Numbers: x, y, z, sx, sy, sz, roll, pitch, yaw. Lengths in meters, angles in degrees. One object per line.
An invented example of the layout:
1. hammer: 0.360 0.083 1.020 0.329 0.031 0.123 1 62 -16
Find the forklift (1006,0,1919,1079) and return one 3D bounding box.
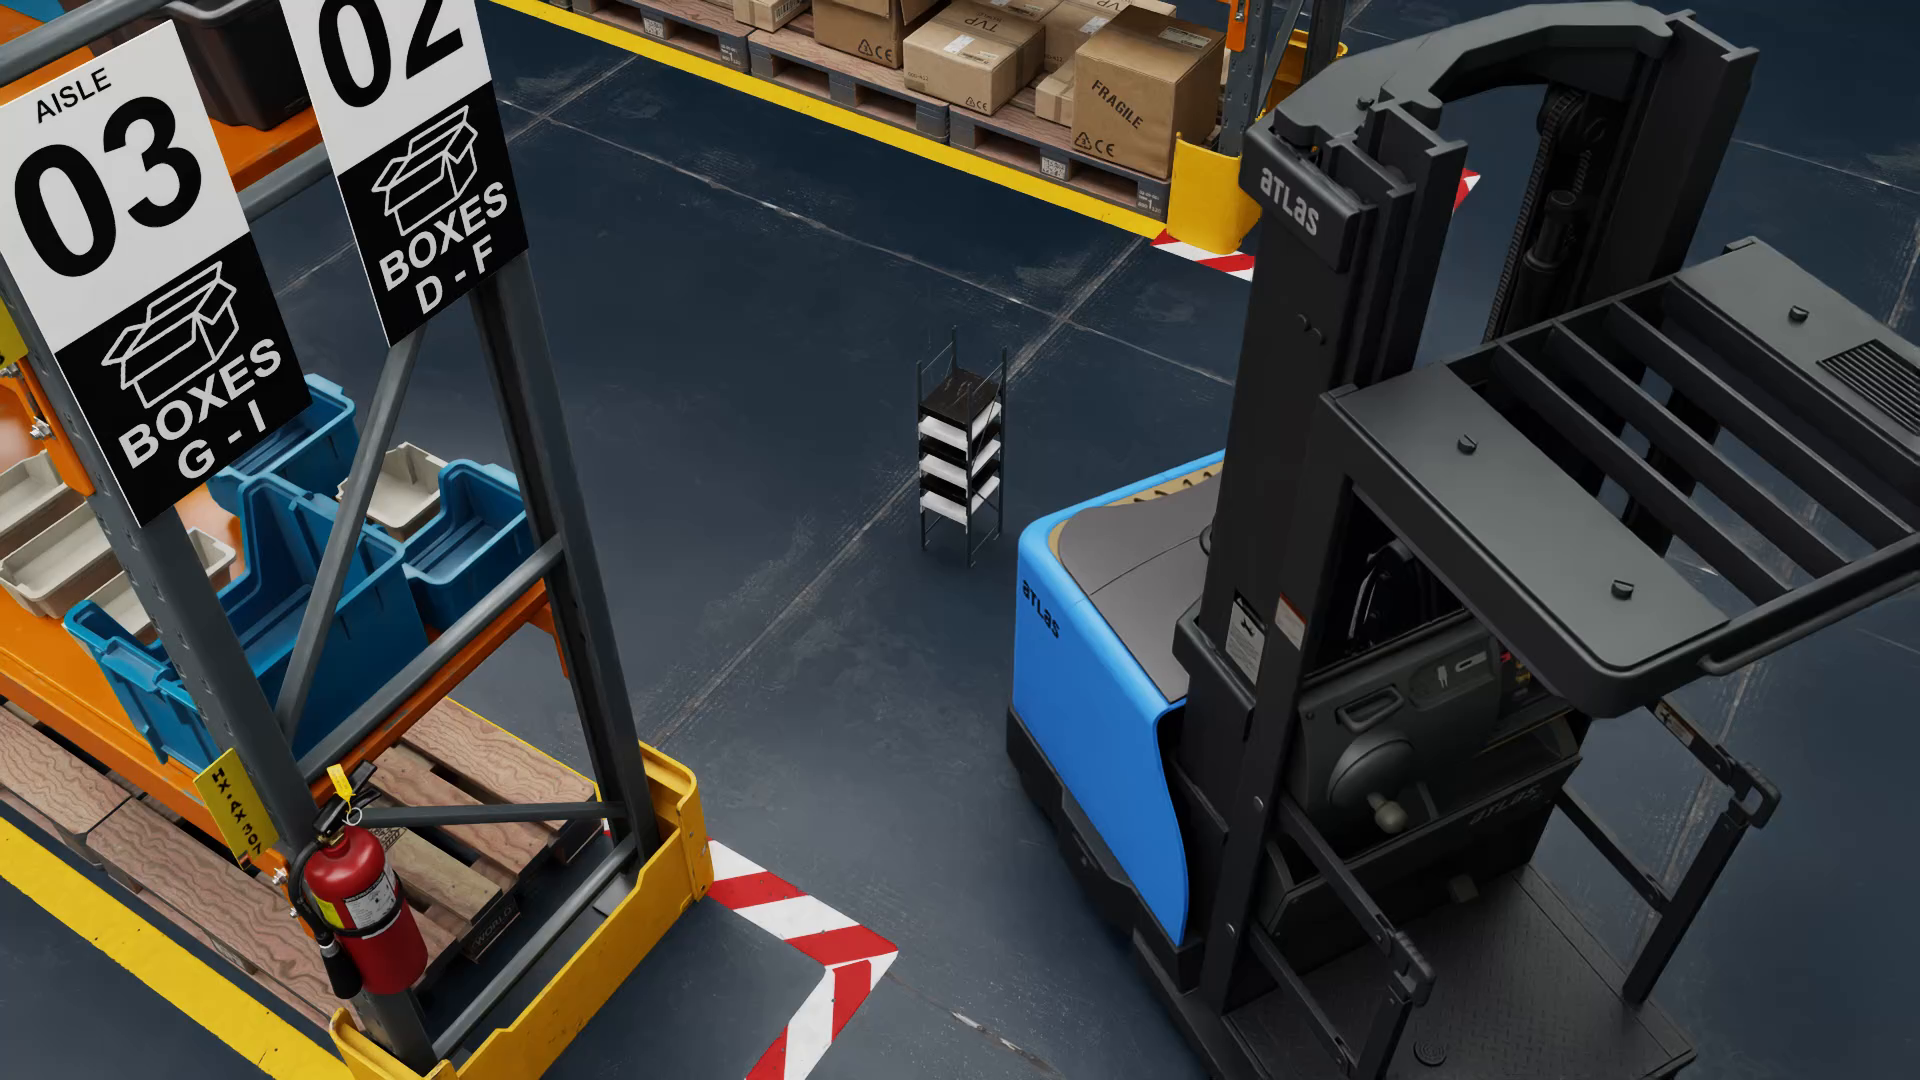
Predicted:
1. forklift: 1.277 0.467 3.753 1.130 2.935 3.031 -20 49 -19

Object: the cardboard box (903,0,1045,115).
1. cardboard box: 0.070 -2.345 8.048 0.500 0.250 0.500 25 51 22

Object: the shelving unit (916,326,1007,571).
1. shelving unit: 0.007 -0.310 5.924 0.210 0.900 0.258 25 51 22

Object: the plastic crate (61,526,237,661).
1. plastic crate: -2.017 0.151 4.153 0.243 0.136 0.396 25 51 22

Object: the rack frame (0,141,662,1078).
1. rack frame: -1.233 0.287 3.880 0.127 3.000 1.000 25 51 22

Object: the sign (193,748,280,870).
1. sign: -1.516 0.568 3.493 0.005 0.325 0.100 25 51 22

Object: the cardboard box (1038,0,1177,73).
1. cardboard box: 0.719 -2.473 8.172 0.500 0.250 0.500 25 51 22

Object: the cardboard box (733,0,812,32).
1. cardboard box: -0.953 -2.795 8.543 0.250 0.166 0.380 25 51 22

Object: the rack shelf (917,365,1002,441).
1. rack shelf: 0.007 -0.475 5.754 0.200 0.077 0.258 25 51 22

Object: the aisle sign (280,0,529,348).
1. aisle sign: -1.012 -0.771 3.095 0.004 0.787 0.394 25 51 22

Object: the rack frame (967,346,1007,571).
1. rack frame: 0.092 -0.271 5.886 0.006 0.900 0.240 25 51 22

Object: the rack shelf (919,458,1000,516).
1. rack shelf: 0.007 -0.225 6.013 0.200 0.077 0.258 25 51 22

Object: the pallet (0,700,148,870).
1. pallet: -2.929 0.443 5.672 1.213 0.211 1.003 25 51 22

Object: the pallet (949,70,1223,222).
1. pallet: 0.709 -2.068 8.112 1.213 0.211 1.003 25 51 22

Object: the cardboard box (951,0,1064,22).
1. cardboard box: 0.298 -2.666 8.360 0.500 0.250 0.500 25 51 22

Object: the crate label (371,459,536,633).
1. crate label: -1.263 0.030 4.204 0.303 0.233 0.416 25 51 22

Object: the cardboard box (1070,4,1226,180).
1. cardboard box: 0.854 -2.046 7.583 0.500 0.500 0.500 25 51 22

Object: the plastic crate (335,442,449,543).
1. plastic crate: -1.488 -0.111 4.408 0.298 0.136 0.250 25 51 22

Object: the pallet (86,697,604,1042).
1. pallet: -1.906 0.916 5.213 1.213 0.211 1.003 25 51 22

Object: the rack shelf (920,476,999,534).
1. rack shelf: 0.007 -0.162 6.077 0.200 0.077 0.258 25 51 22

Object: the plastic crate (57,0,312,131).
1. plastic crate: -1.407 -1.030 3.159 0.590 0.269 0.497 25 51 22

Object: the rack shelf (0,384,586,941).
1. rack shelf: -2.917 -0.237 4.890 4.000 0.370 1.077 25 51 22

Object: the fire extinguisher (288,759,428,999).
1. fire extinguisher: -1.351 0.776 3.718 0.183 0.674 0.296 25 51 22

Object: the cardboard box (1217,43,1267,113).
1. cardboard box: 1.277 -2.231 8.008 0.250 0.149 0.380 25 51 22

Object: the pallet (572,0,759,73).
1. pallet: -1.345 -3.012 9.030 1.213 0.211 1.003 25 51 22

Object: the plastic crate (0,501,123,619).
1. plastic crate: -2.253 0.030 4.271 0.243 0.136 0.396 25 51 22

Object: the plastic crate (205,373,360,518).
1. plastic crate: -1.817 -0.225 4.452 0.300 0.233 0.416 25 51 22

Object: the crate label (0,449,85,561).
1. crate label: -2.501 -0.063 4.361 0.243 0.136 0.396 25 51 22

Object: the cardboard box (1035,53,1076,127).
1. cardboard box: 0.561 -2.141 7.908 0.250 0.166 0.380 25 51 22

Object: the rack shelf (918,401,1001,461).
1. rack shelf: 0.007 -0.413 5.819 0.200 0.077 0.258 25 51 22

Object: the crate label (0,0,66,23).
1. crate label: -1.835 -1.259 3.394 0.502 0.251 0.408 25 51 22

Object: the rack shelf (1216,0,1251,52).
1. rack shelf: -0.239 -3.226 7.795 4.000 0.370 1.077 25 51 22

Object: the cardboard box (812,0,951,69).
1. cardboard box: -0.339 -2.810 8.323 0.637 0.503 0.797 25 51 22

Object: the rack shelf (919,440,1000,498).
1. rack shelf: 0.007 -0.287 5.948 0.200 0.077 0.258 25 51 22

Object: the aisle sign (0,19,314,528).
1. aisle sign: -1.331 -0.415 2.749 0.004 0.787 0.394 25 51 22

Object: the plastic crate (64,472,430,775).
1. plastic crate: -1.616 0.237 3.862 0.499 0.435 0.616 25 51 22

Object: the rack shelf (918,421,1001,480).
1. rack shelf: 0.007 -0.350 5.884 0.200 0.077 0.258 25 51 22

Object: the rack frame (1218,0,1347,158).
1. rack frame: 1.444 -2.702 6.784 0.127 3.000 1.000 25 51 22

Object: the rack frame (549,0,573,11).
1. rack frame: -1.923 -4.251 8.289 0.127 3.000 1.000 25 51 22

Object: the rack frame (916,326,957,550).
1. rack frame: -0.079 -0.350 5.962 0.006 0.900 0.240 25 51 22

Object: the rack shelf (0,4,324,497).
1. rack shelf: -2.917 -1.282 3.815 4.000 0.370 1.077 25 51 22

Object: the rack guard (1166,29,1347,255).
1. rack guard: 1.380 -1.860 7.709 0.348 0.500 1.175 25 51 22

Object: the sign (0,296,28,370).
1. sign: -1.516 -0.384 2.513 0.005 0.325 0.100 25 51 22

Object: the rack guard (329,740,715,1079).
1. rack guard: -1.206 1.159 4.775 0.348 0.500 1.175 25 51 22

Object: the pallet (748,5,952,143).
1. pallet: -0.314 -2.541 8.572 1.213 0.211 1.003 25 51 22
